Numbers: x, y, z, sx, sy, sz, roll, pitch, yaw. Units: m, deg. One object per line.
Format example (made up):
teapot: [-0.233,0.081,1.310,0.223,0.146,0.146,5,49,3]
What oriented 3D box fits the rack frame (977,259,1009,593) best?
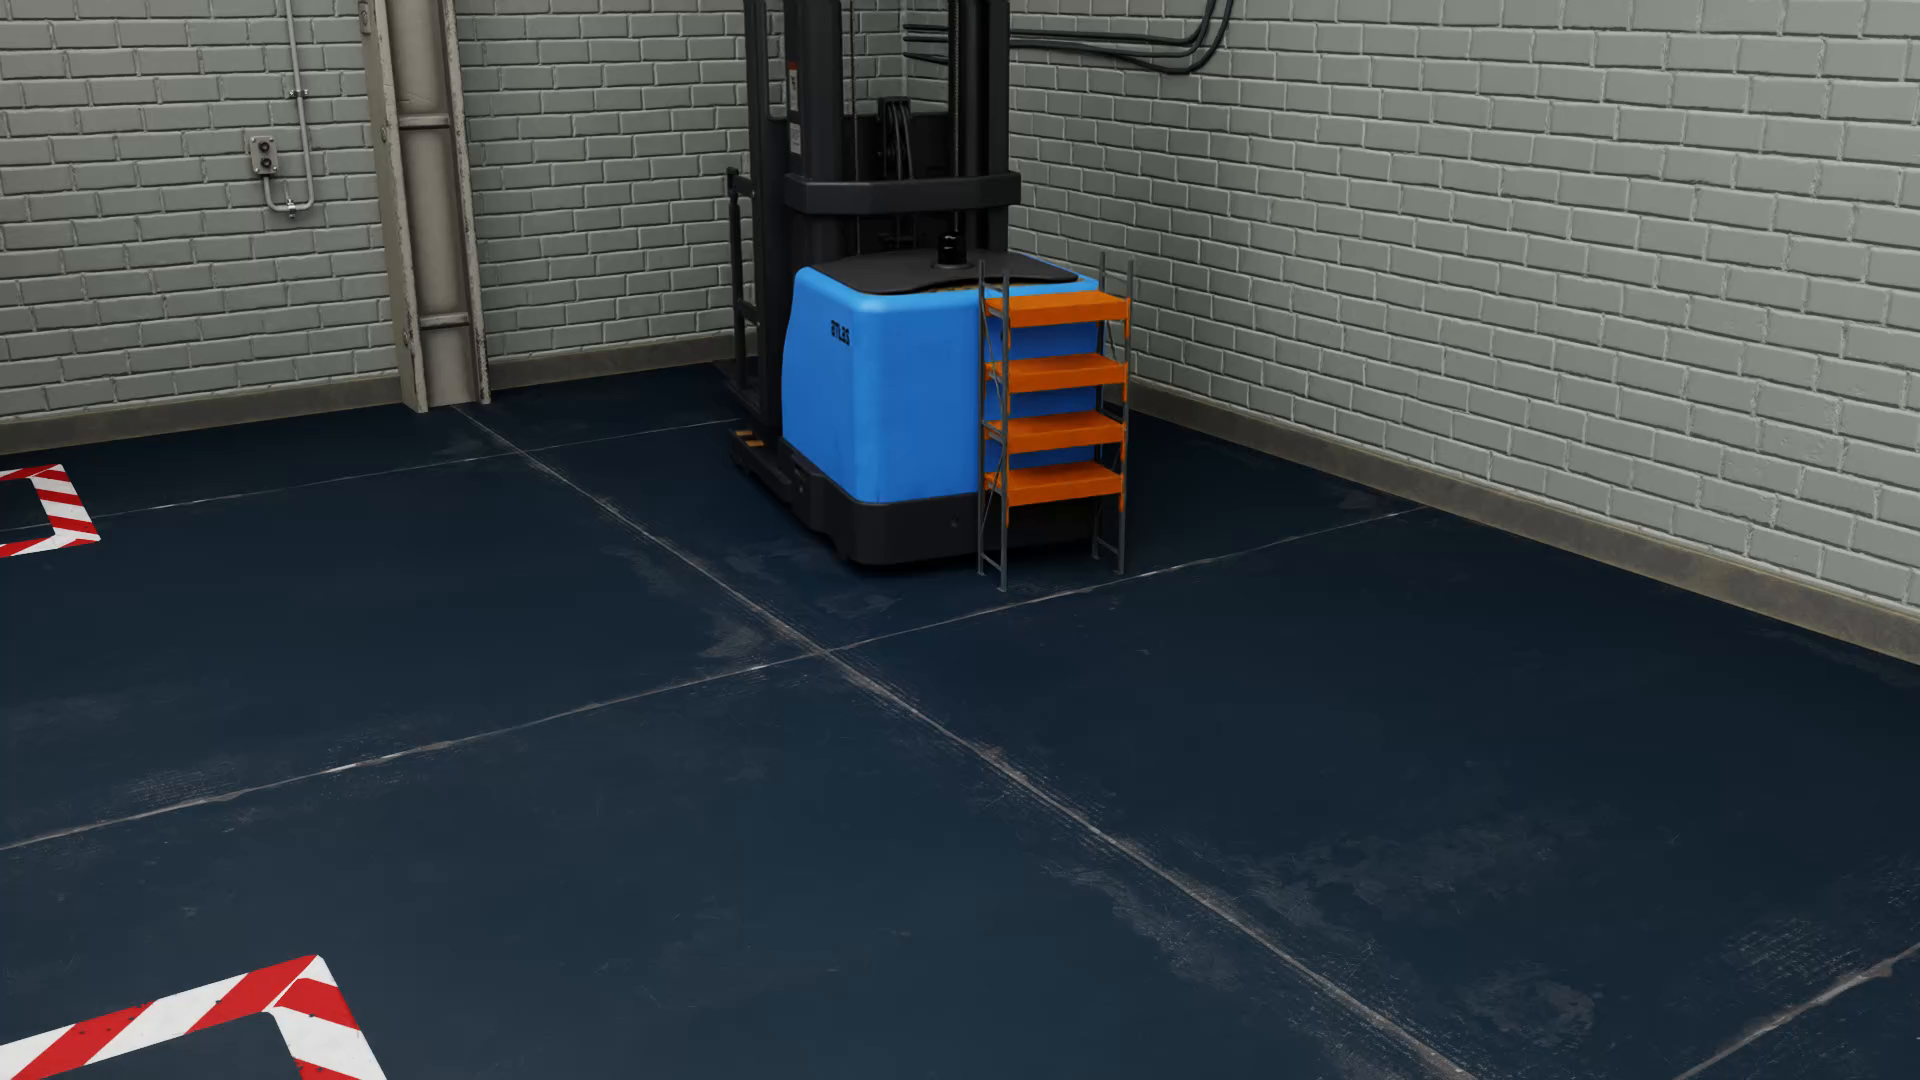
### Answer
rack frame: [0.120,-0.406,6.073,0.015,1.200,0.240,-8,20,-21]

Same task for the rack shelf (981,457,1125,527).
rack shelf: [0.345,-0.184,6.247,0.480,0.148,0.258,-8,20,-21]

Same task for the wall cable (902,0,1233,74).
wall cable: [0.381,-3.728,8.568,0.112,2.526,3.097,-12,22,-31]

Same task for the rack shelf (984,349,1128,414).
rack shelf: [0.345,-0.584,6.112,0.480,0.148,0.258,-8,20,-21]

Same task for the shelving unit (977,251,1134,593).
shelving unit: [0.345,-0.436,6.162,0.503,1.200,0.258,-8,20,-21]

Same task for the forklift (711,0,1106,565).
forklift: [-0.448,-1.727,7.276,1.130,2.935,3.031,-7,20,-21]

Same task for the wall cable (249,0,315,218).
wall cable: [-3.990,-2.416,7.621,1.851,1.984,0.084,-12,22,-31]

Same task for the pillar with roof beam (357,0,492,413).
pillar with roof beam: [-0.392,-3.853,4.092,0.400,9.000,9.100,-12,22,-31]

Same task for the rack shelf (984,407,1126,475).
rack shelf: [0.345,-0.373,6.183,0.480,0.148,0.258,-8,20,-21]

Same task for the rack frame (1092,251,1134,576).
rack frame: [0.571,-0.466,6.250,0.015,1.200,0.240,-8,20,-21]

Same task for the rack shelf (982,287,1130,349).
rack shelf: [0.345,-0.809,6.036,0.480,0.148,0.258,-8,20,-21]
